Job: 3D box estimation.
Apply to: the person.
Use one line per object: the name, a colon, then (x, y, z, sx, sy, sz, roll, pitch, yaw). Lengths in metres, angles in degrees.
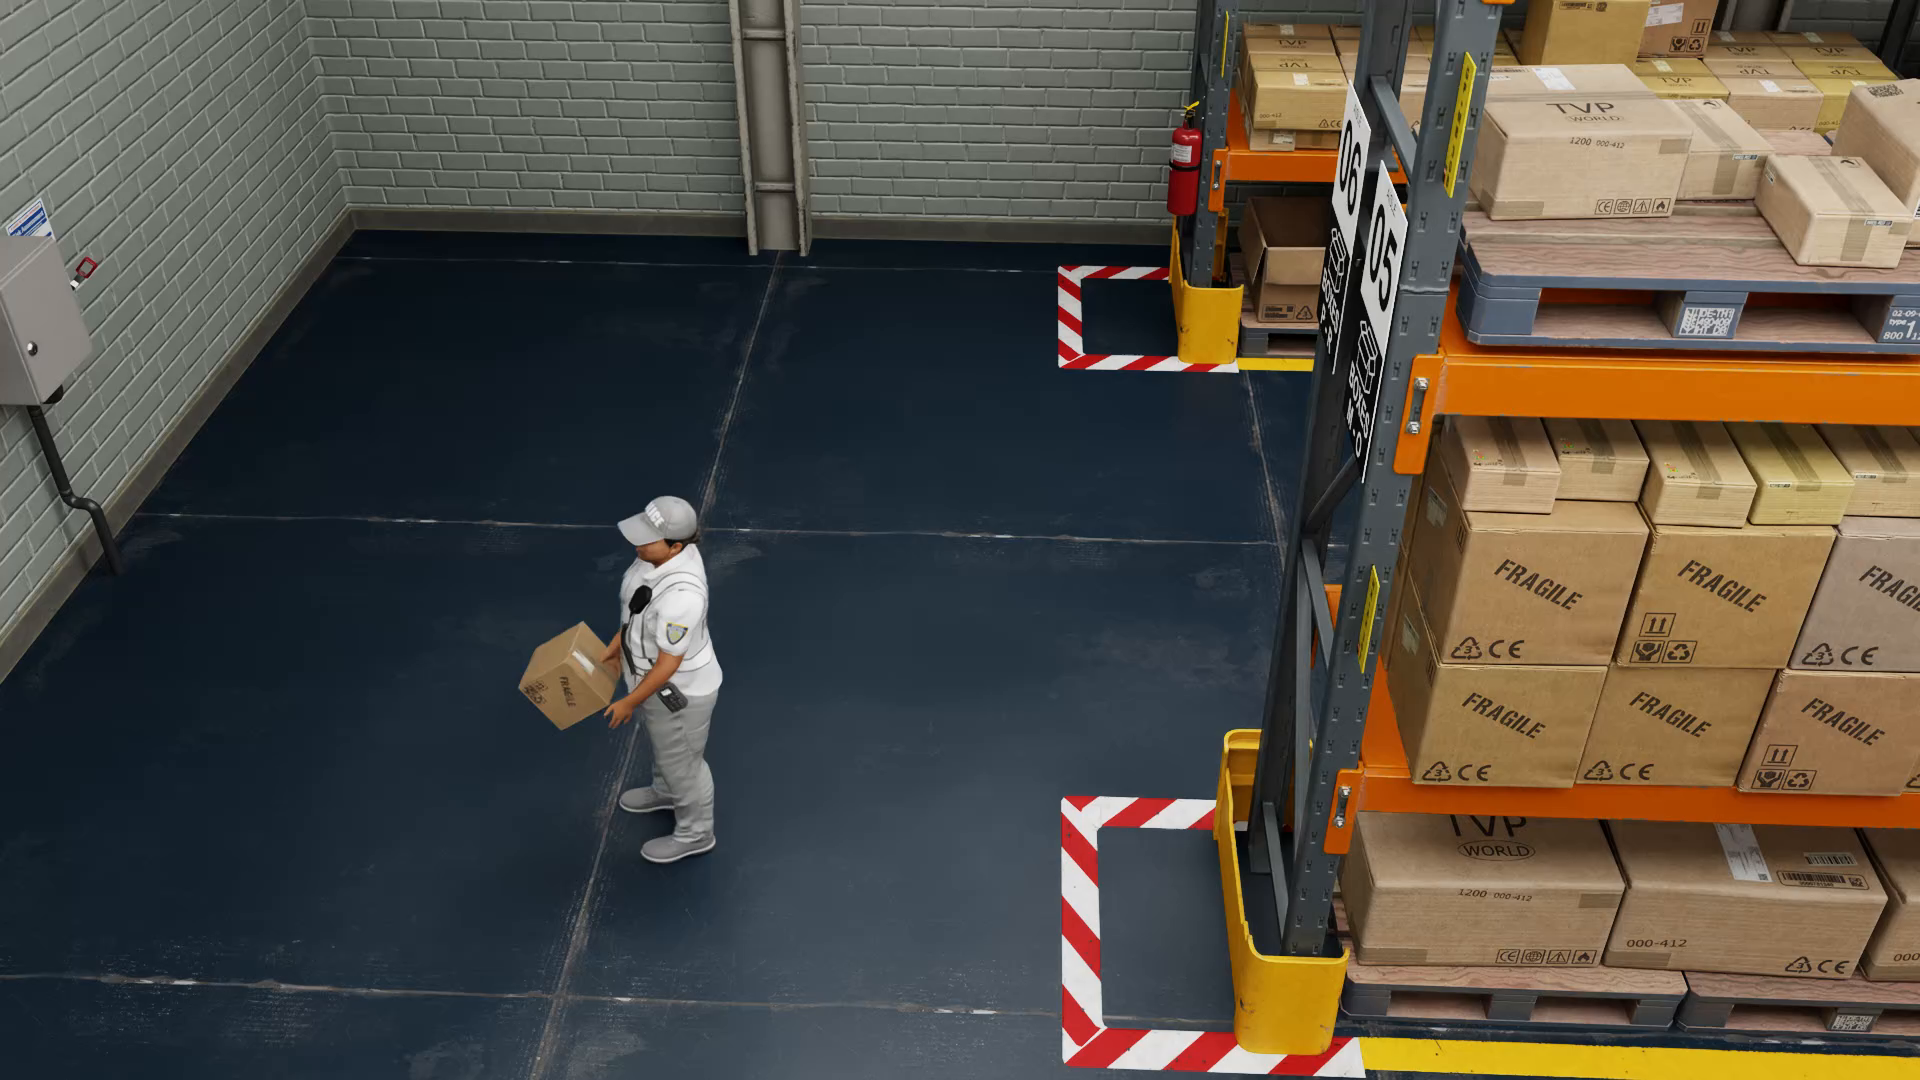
person: (-1.153, 0.527, 6.371, 0.462, 1.674, 0.547, -10, 37, -14)
